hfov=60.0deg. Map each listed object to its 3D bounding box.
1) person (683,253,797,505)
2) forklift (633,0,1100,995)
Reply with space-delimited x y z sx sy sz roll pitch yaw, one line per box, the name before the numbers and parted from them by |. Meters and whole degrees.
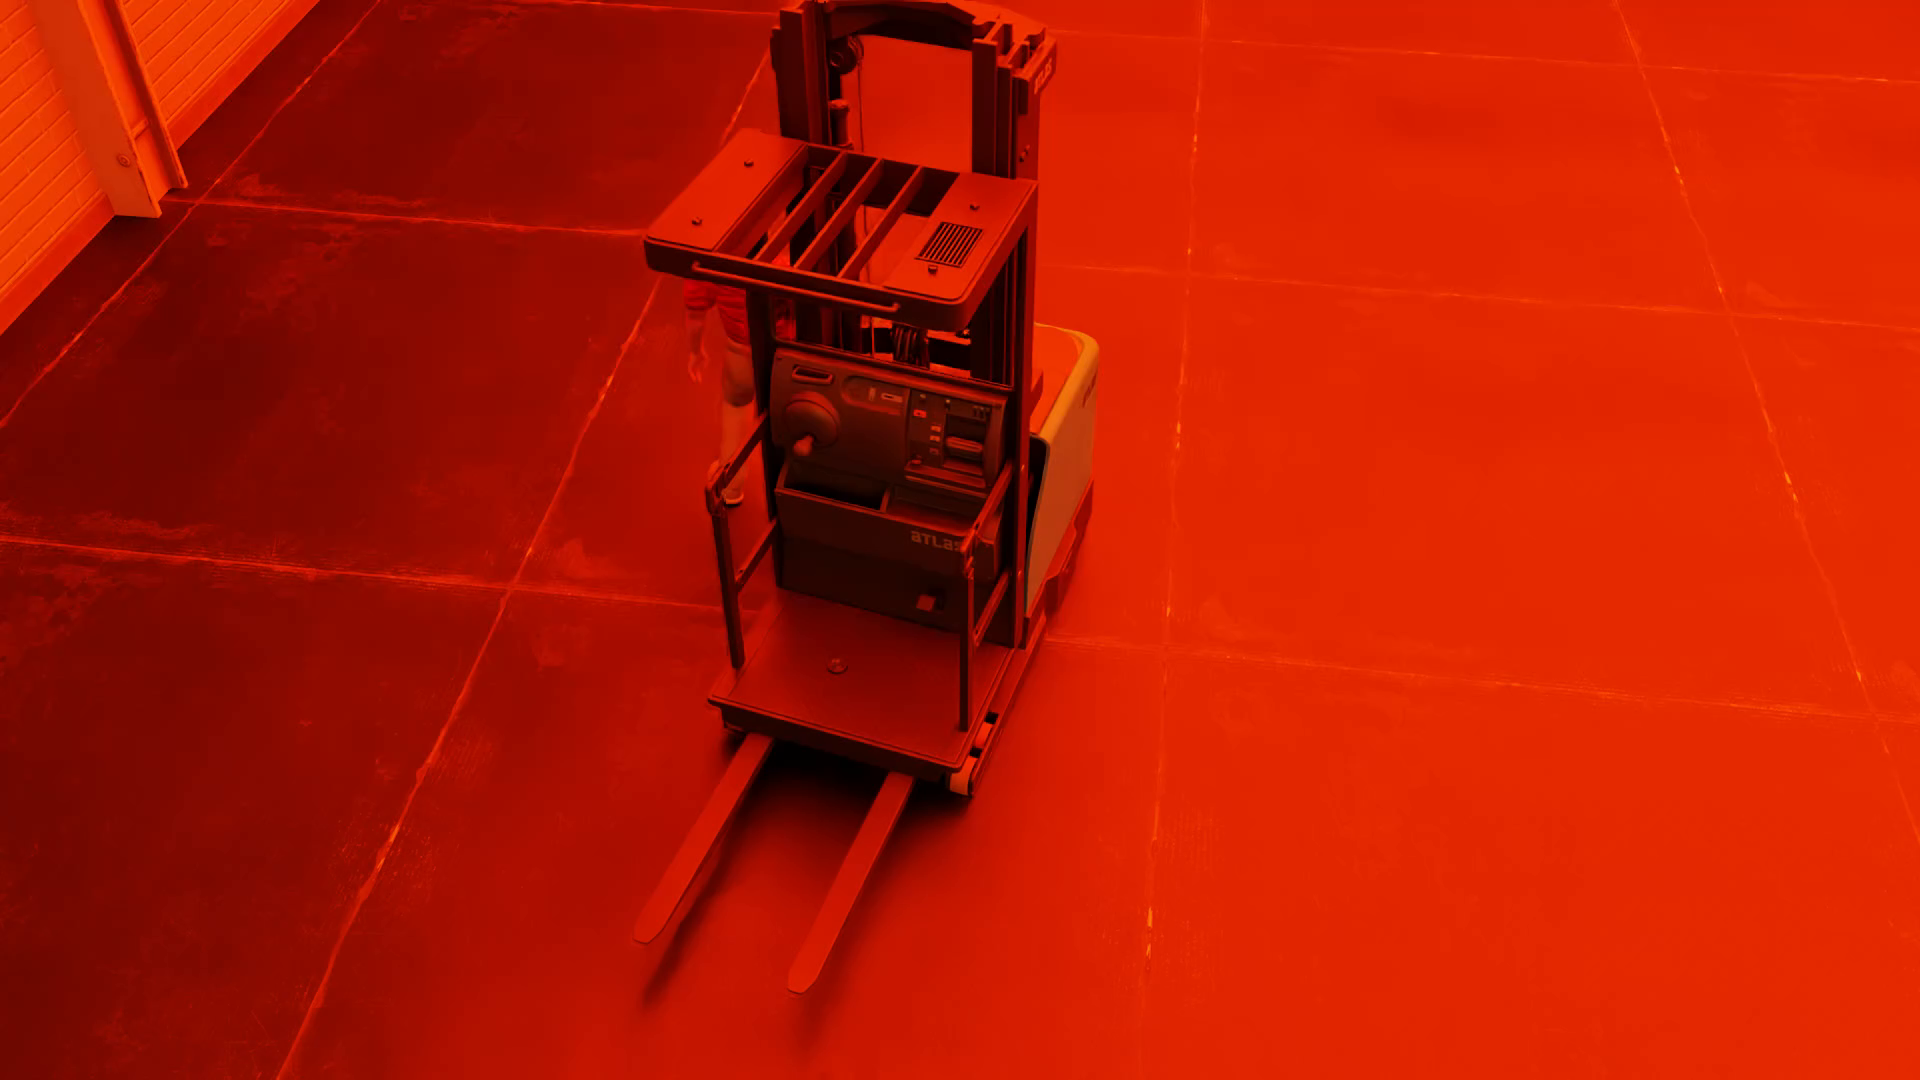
person | -0.863 -0.785 7.557 0.864 1.708 0.466 16 45 17
forklift | -0.352 -0.362 6.118 1.130 2.935 3.031 14 44 14
